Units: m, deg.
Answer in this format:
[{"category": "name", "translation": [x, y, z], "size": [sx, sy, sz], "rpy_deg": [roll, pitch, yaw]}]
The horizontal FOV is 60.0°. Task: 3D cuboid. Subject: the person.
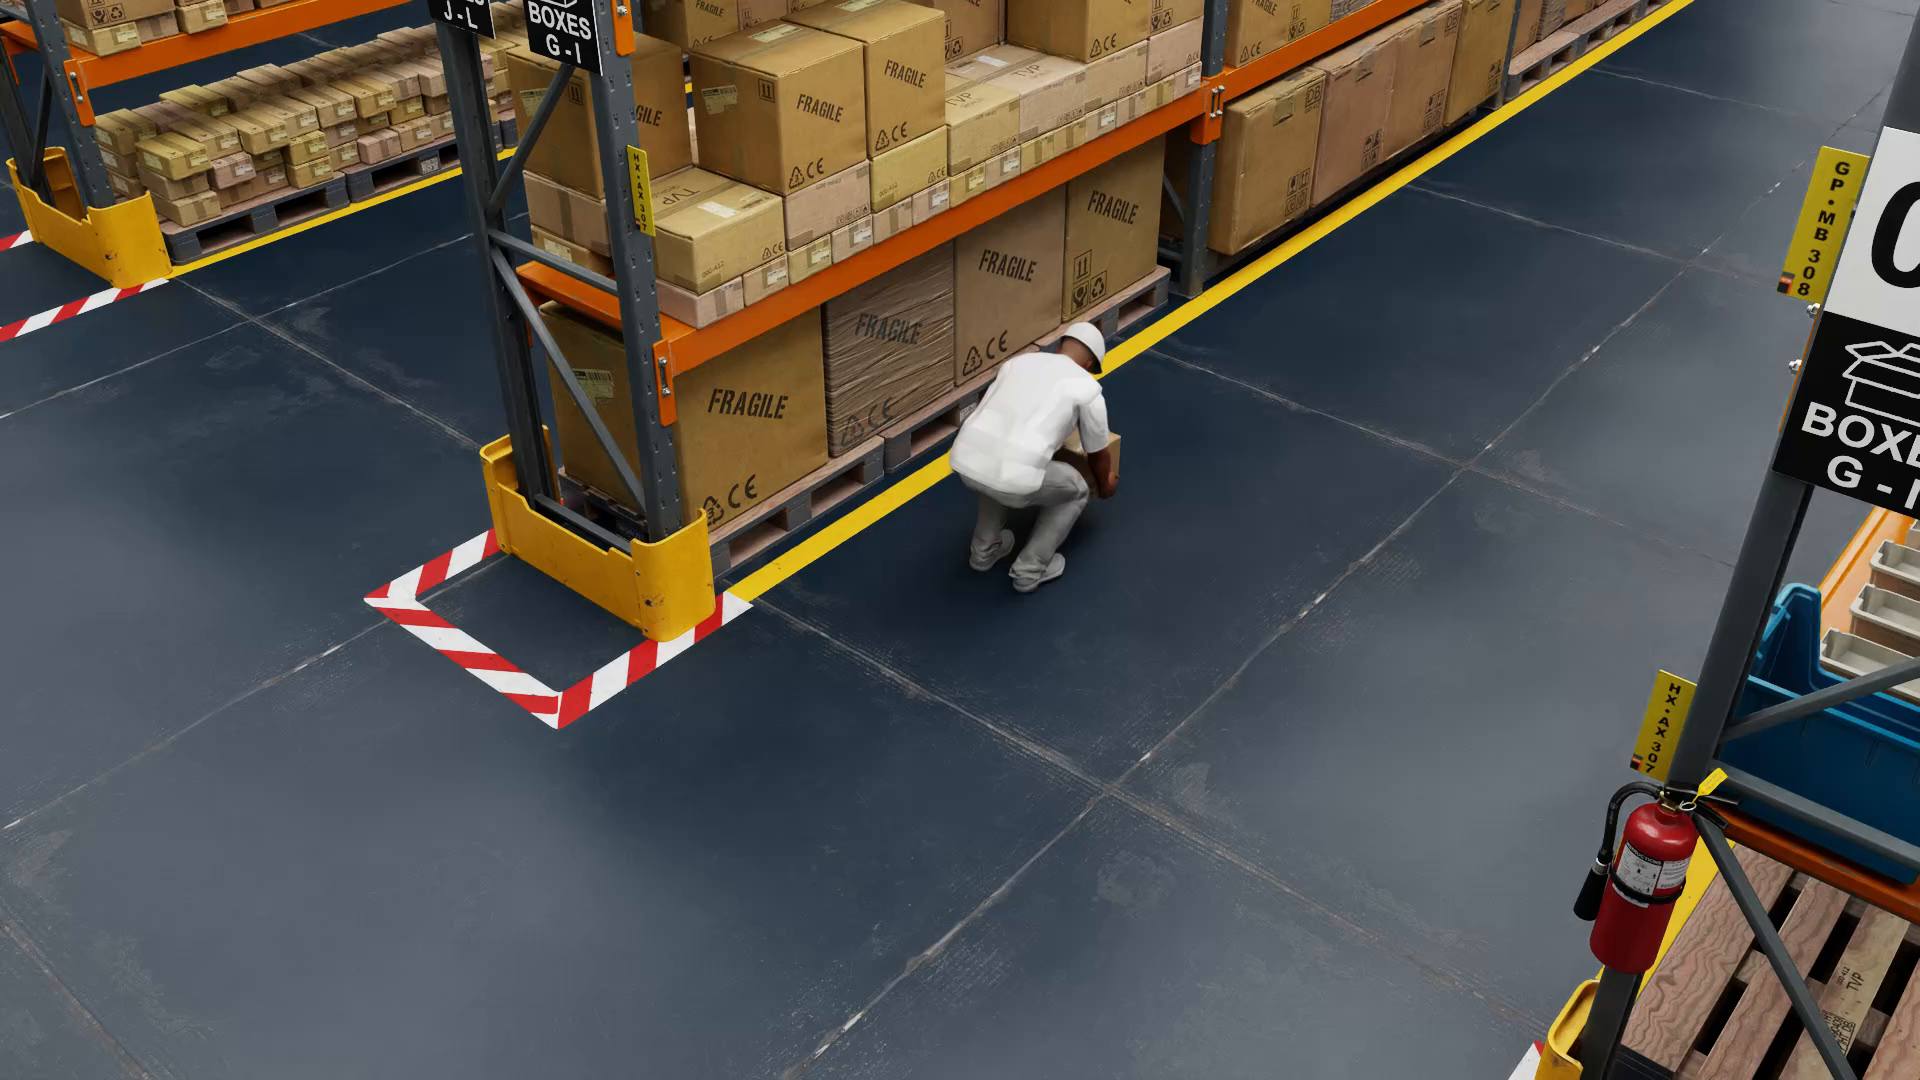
[{"category": "person", "translation": [0.330, -0.364, 7.317], "size": [0.528, 1.006, 0.941], "rpy_deg": [24, 41, 30]}]
